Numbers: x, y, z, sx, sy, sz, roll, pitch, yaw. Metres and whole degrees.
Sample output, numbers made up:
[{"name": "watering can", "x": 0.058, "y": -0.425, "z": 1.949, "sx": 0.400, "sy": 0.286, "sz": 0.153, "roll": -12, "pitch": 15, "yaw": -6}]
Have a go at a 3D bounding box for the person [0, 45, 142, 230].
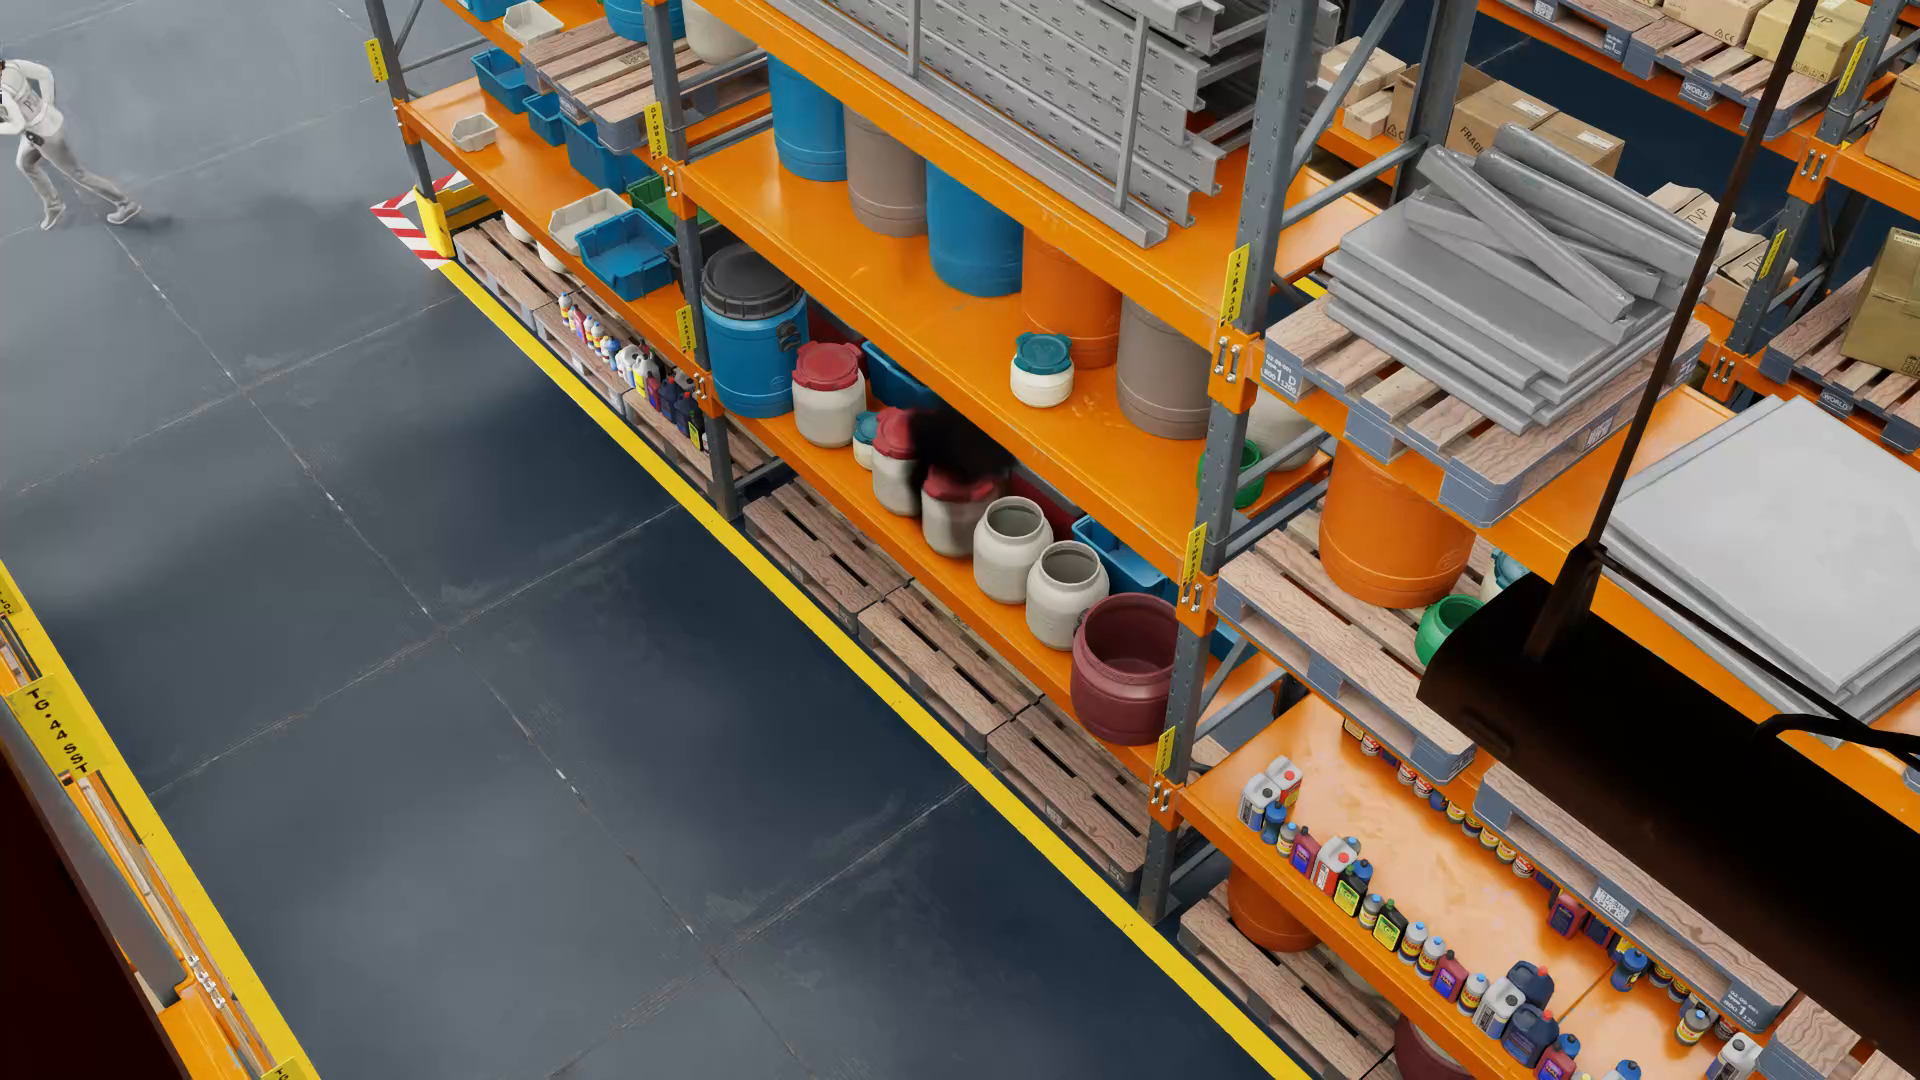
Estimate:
[{"name": "person", "x": -7.002, "y": -3.102, "z": 12.816, "sx": 0.877, "sy": 1.669, "sz": 0.631, "roll": -9, "pitch": 47, "yaw": -9}]
